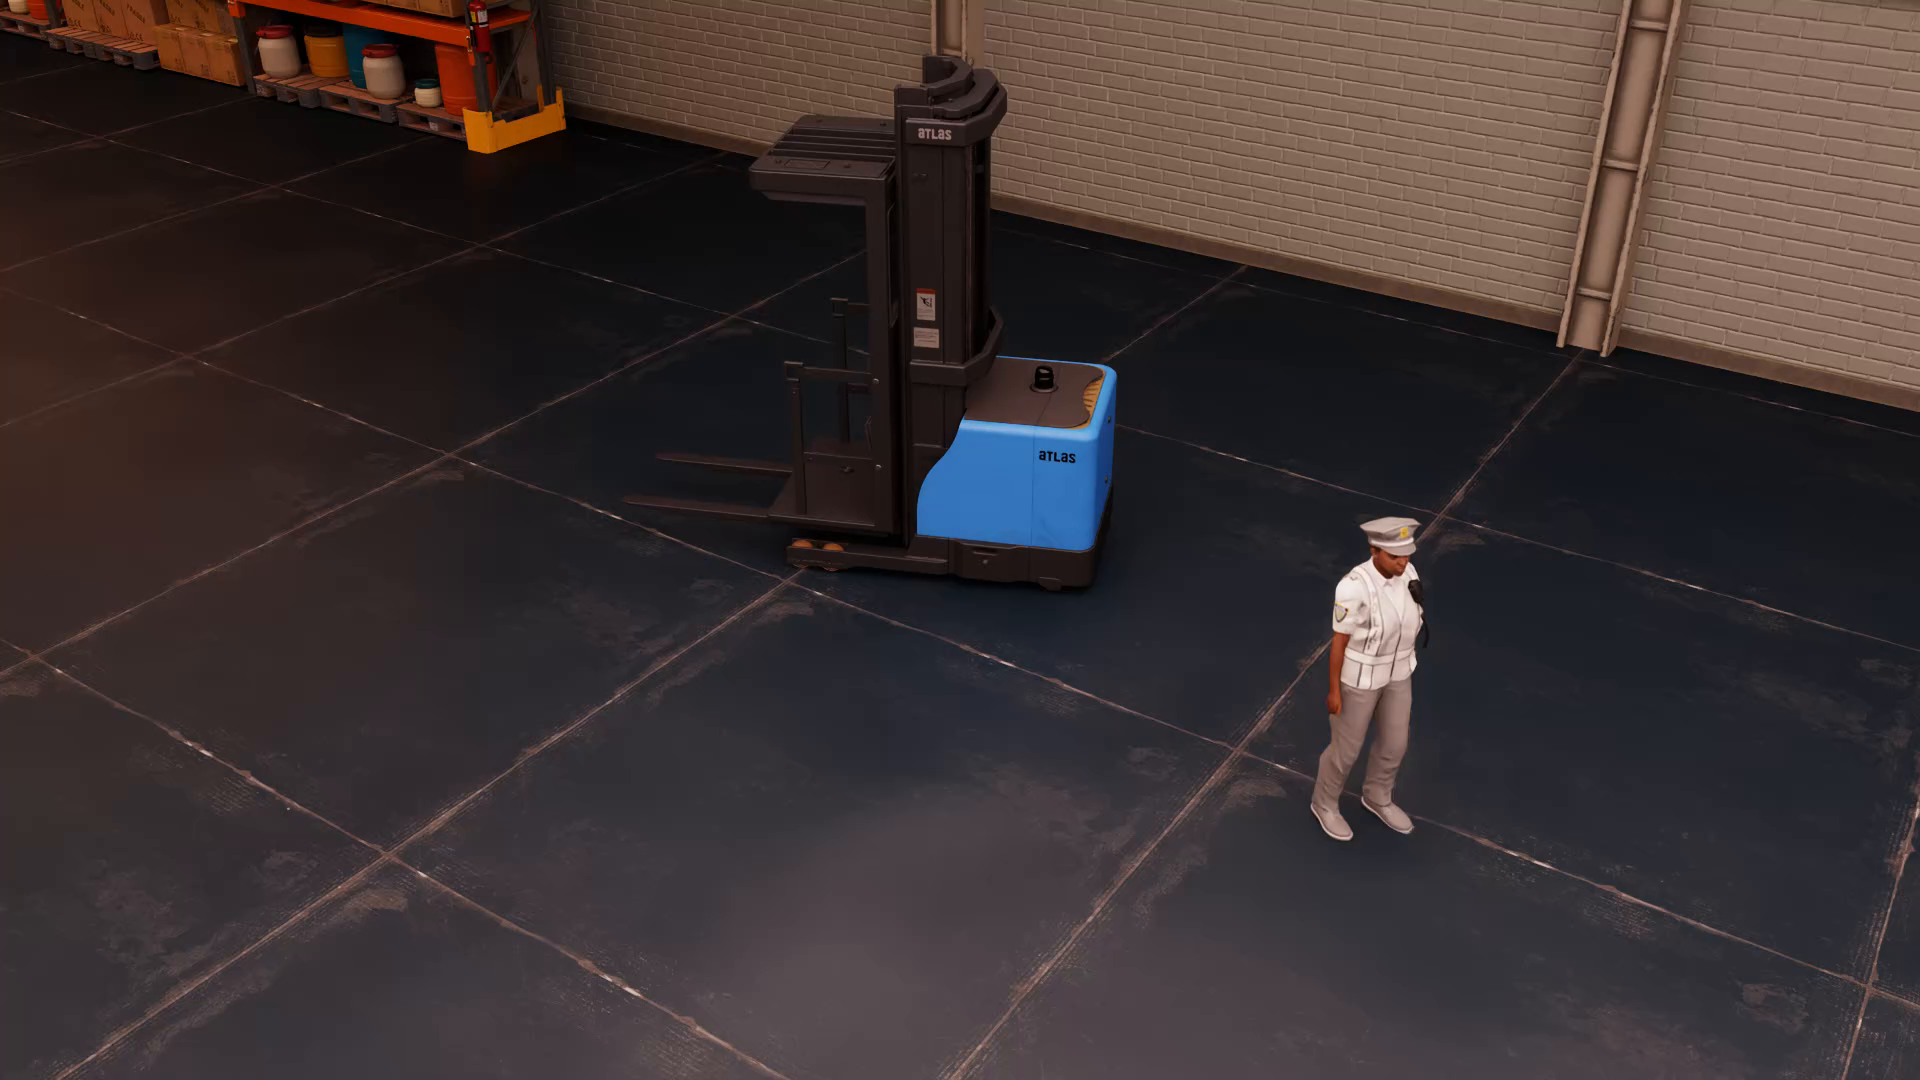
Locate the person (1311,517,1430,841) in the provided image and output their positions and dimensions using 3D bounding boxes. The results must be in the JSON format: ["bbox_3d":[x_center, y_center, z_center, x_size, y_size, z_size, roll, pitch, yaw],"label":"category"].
[{"bbox_3d":[1.923,0.653,7.720,0.487,1.692,0.390,-14,33,-23],"label":"person"}]

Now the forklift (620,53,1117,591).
[{"bbox_3d":[-0.596,-1.330,9.871,3.031,2.935,1.130,6,31,10],"label":"forklift"}]
